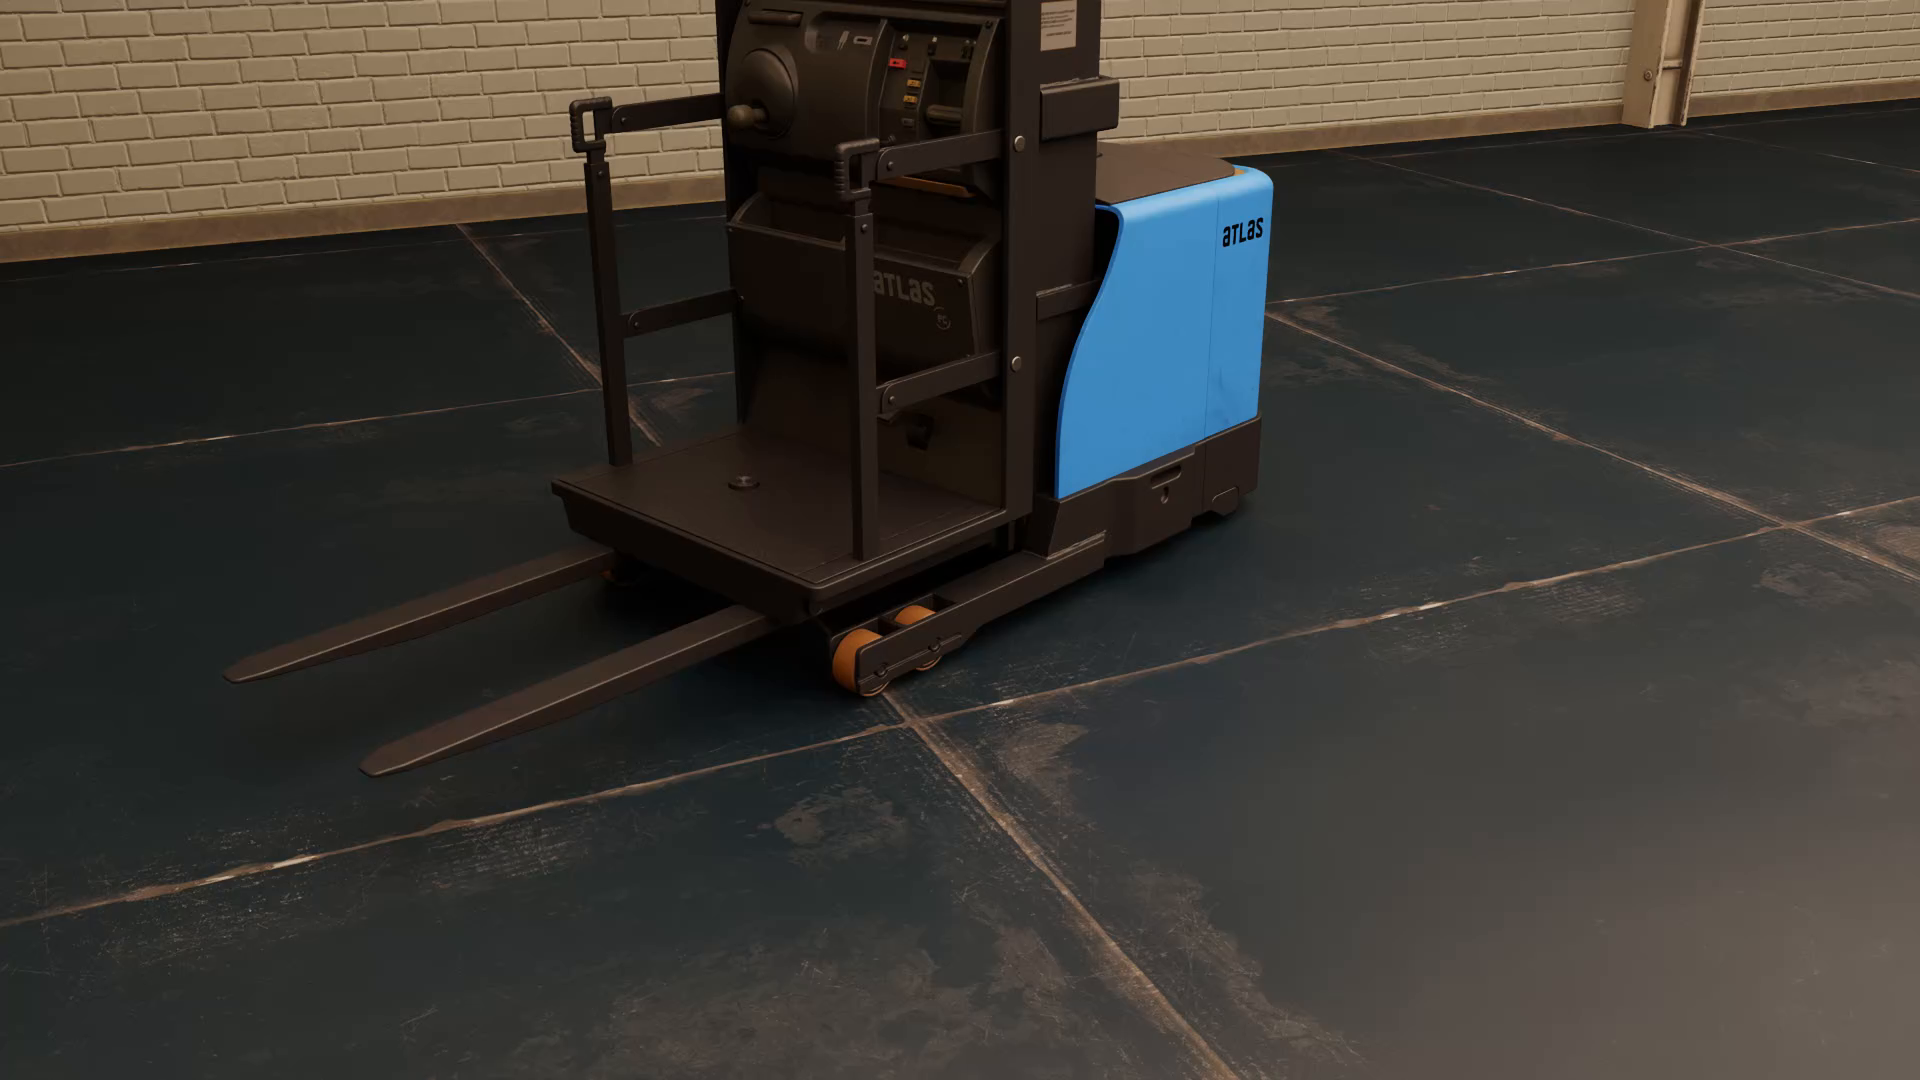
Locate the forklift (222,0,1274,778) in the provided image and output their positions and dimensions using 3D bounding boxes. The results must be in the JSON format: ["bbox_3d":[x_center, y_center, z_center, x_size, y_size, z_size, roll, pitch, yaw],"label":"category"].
[{"bbox_3d":[-0.413,-1.182,4.131,1.130,2.935,3.031,19,29,39],"label":"forklift"}]
